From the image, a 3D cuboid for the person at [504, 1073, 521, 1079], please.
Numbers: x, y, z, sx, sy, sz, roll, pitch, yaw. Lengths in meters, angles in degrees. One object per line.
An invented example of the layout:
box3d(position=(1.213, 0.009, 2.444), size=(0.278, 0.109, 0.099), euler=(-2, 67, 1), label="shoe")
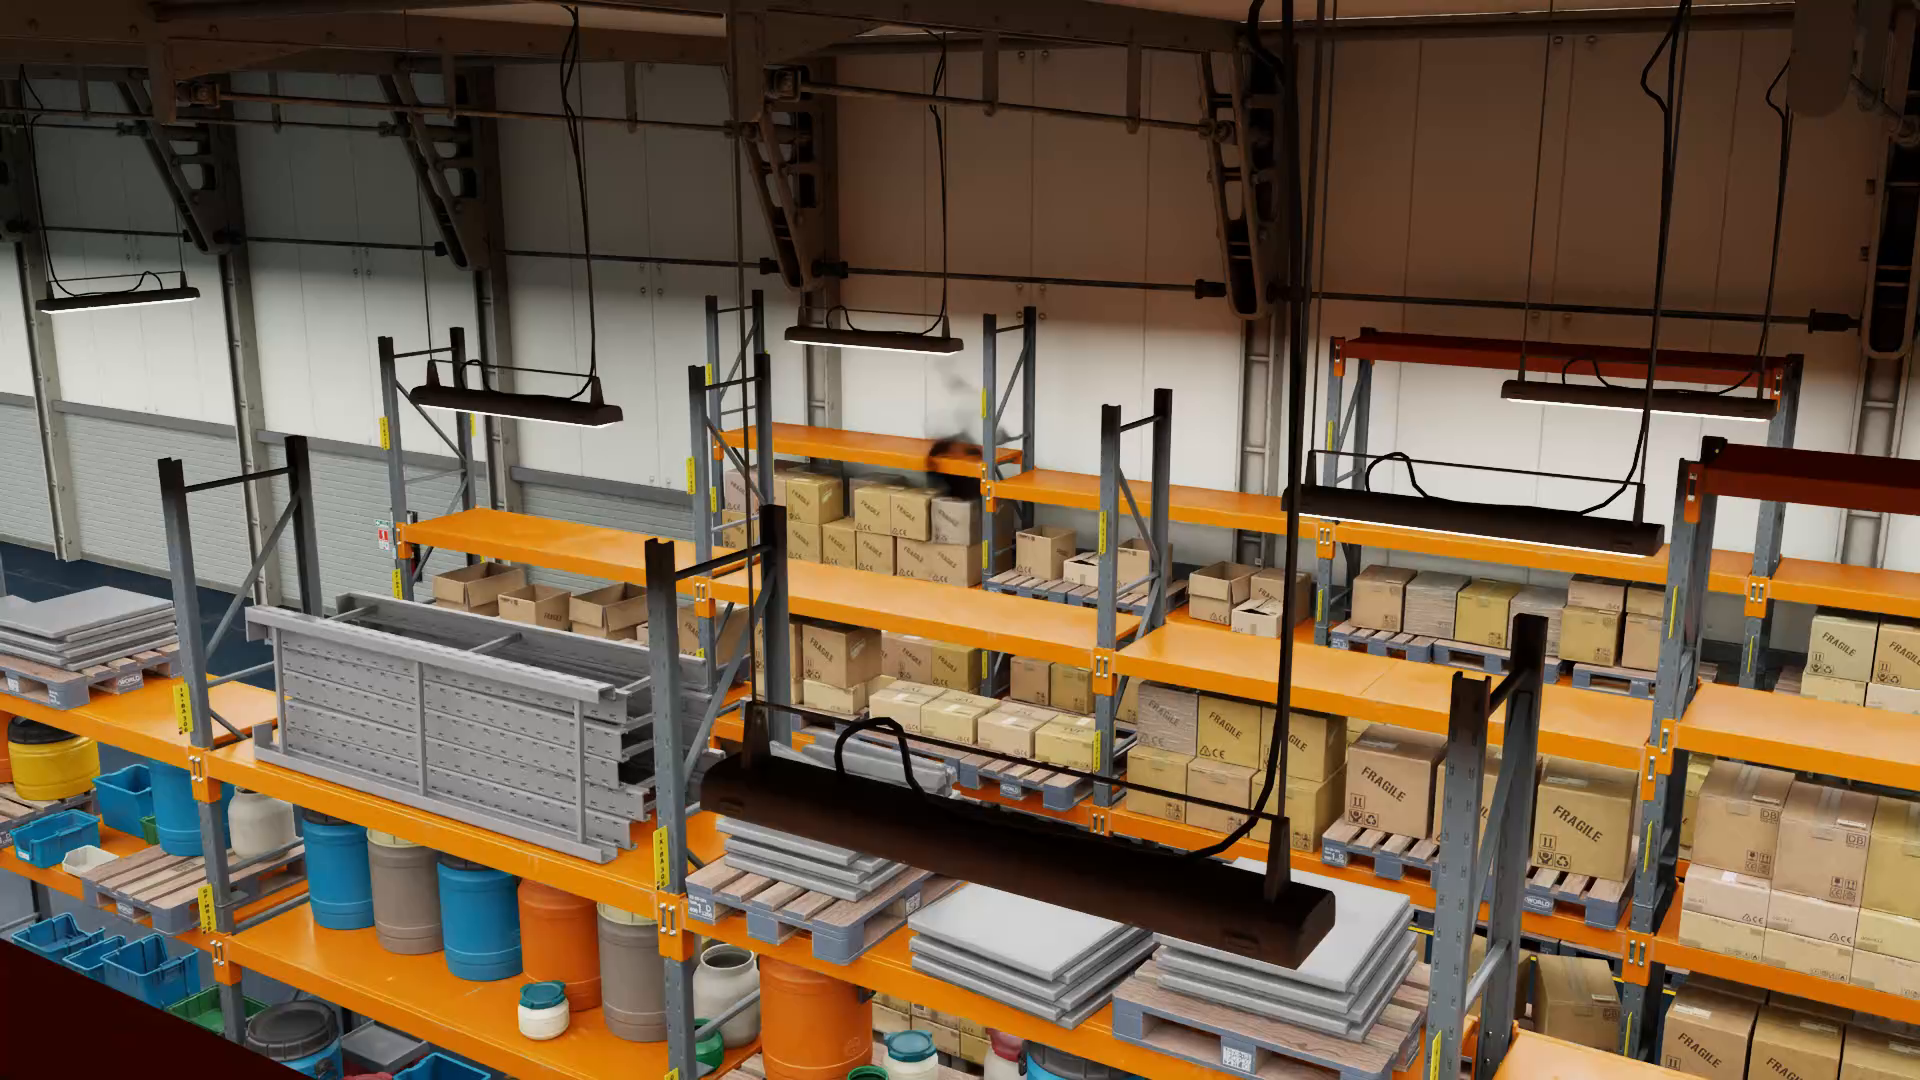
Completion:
box3d(position=(-3.468, 4.078, 13.390), size=(0.551, 1.614, 0.607), euler=(5, 15, 20), label="person")
